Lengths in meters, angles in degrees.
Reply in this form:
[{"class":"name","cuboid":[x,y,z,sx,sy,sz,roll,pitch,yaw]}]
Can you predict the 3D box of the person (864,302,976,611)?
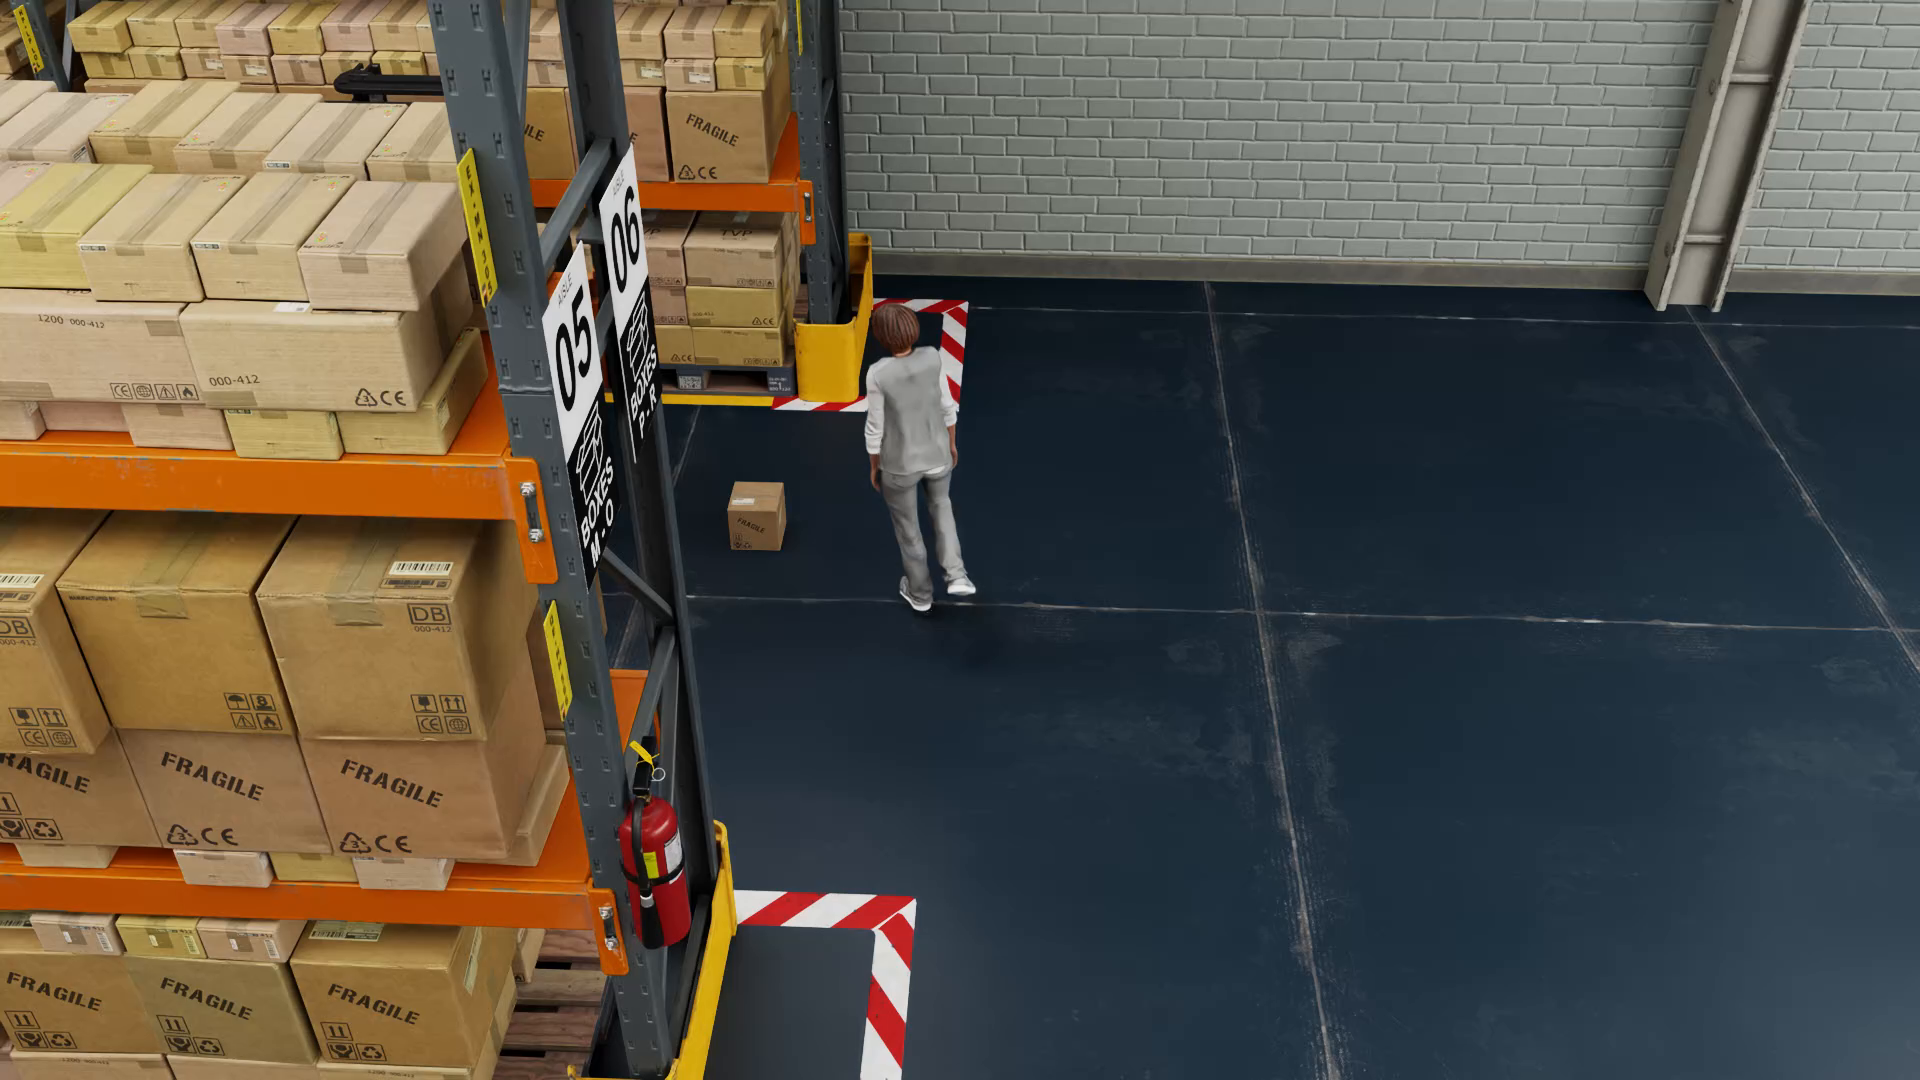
[{"class":"person","cuboid":[-0.179,-0.327,7.542,0.469,1.594,0.457,-14,38,-18]}]
